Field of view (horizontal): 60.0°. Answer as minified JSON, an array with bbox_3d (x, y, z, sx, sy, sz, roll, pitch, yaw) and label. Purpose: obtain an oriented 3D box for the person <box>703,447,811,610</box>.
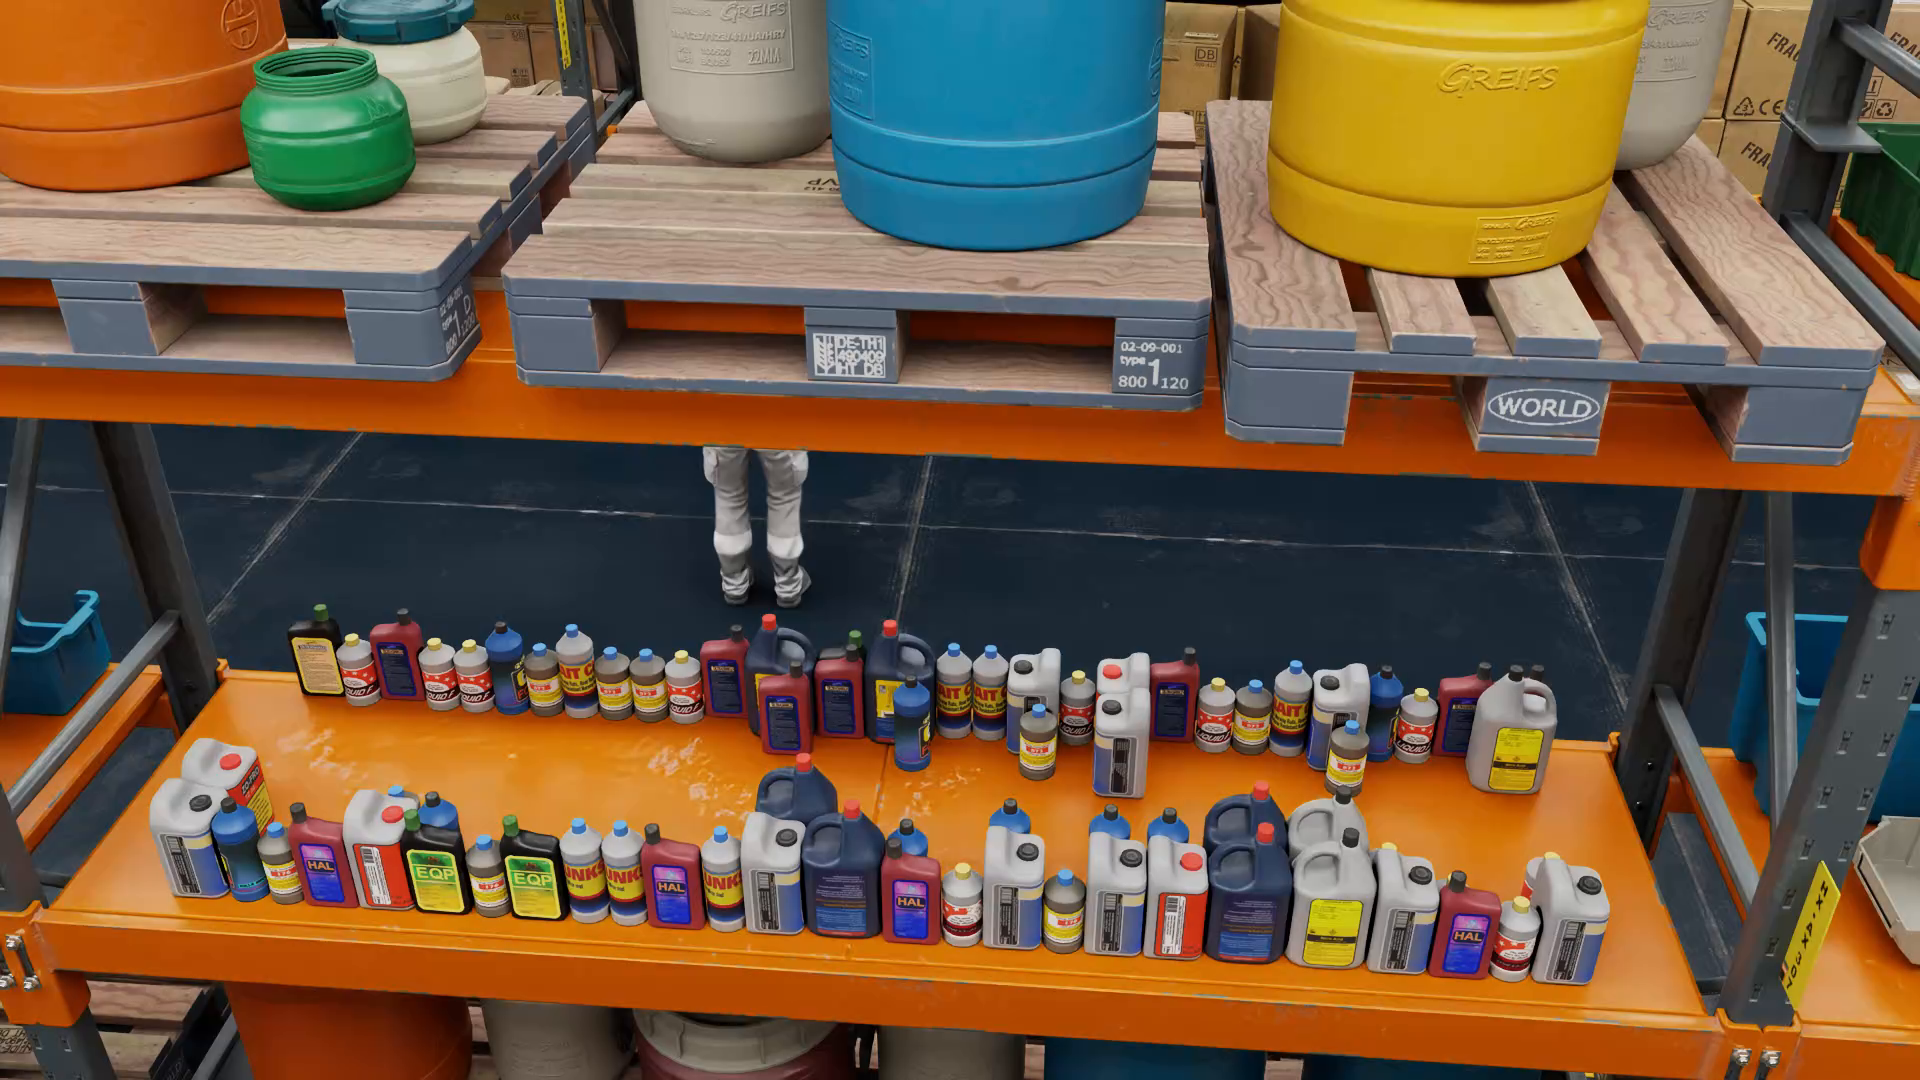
[{"bbox_3d":[-0.875,-0.568,7.034,0.495,1.785,0.565,2,32,3],"label":"person"}]
